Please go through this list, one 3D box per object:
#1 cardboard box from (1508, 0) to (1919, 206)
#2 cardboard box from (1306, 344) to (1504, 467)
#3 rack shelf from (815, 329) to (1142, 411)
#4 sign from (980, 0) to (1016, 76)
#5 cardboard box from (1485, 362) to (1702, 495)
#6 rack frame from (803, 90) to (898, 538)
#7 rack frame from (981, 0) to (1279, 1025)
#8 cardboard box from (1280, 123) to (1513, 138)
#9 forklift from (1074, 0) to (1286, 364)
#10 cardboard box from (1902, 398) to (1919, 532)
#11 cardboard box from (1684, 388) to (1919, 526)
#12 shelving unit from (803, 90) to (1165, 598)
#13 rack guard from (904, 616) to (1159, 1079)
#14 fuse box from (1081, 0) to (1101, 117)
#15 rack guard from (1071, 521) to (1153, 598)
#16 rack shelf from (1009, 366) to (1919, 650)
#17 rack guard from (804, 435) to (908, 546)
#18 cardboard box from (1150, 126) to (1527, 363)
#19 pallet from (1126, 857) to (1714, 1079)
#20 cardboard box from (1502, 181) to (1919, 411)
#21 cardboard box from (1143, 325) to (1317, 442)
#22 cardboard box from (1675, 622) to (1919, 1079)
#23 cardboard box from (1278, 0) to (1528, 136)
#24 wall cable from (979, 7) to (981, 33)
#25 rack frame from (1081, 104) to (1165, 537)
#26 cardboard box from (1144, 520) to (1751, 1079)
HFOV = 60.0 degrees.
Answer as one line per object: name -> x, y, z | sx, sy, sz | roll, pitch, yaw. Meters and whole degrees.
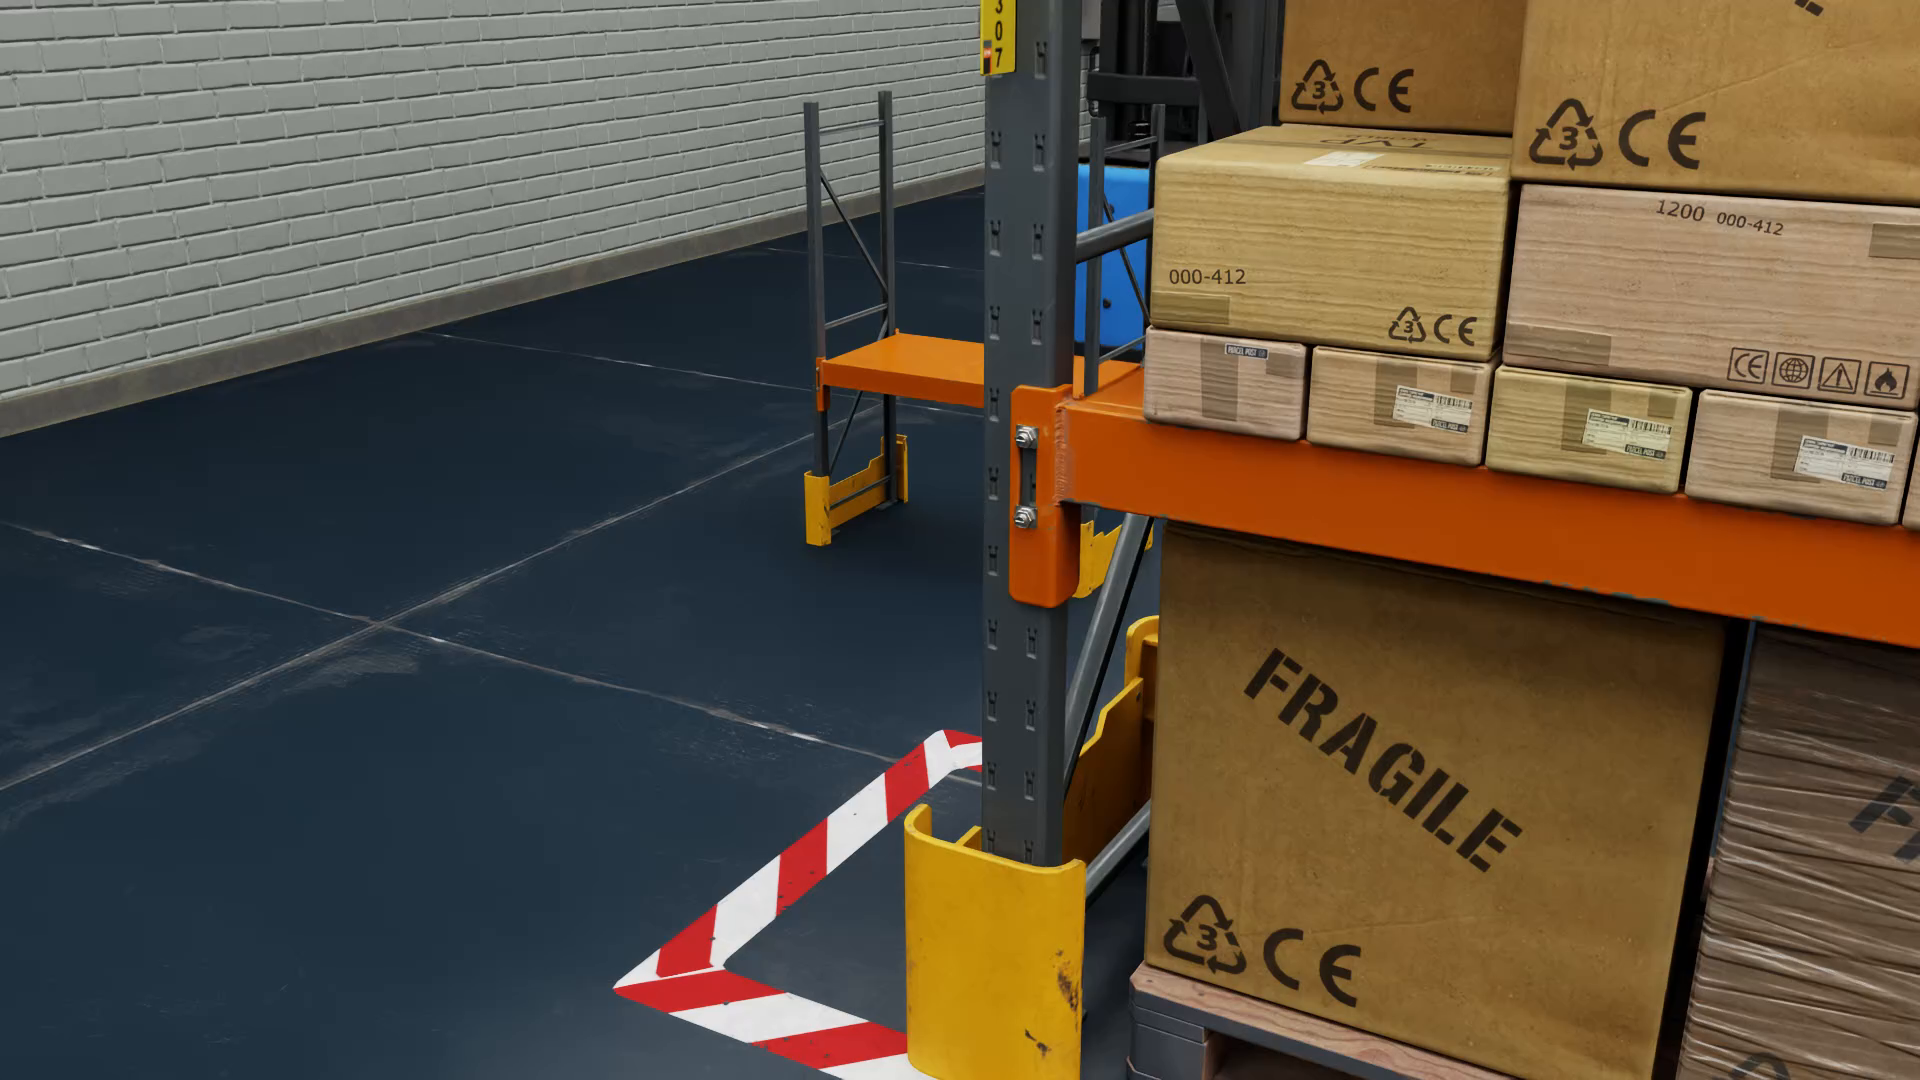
cardboard box -> 1.056, -0.742, 2.197 | 0.500, 0.500, 0.500 | 10, 22, 26
cardboard box -> 0.706, -0.246, 2.514 | 0.250, 0.149, 0.380 | 10, 22, 27
rack shelf -> 0.074, -0.522, 5.632 | 1.000, 0.185, 0.538 | 11, 23, 27
sign -> 0.056, -0.844, 2.407 | 0.005, 0.325, 0.100 | 11, 23, 27
cardboard box -> 0.929, -0.204, 2.397 | 0.250, 0.149, 0.380 | 10, 22, 26
rack frame -> -0.369, -0.775, 5.803 | 0.032, 1.500, 0.500 | 11, 23, 27
rack frame -> 0.332, -0.564, 3.021 | 0.127, 3.000, 1.000 | 11, 23, 27
cardboard box -> 0.884, -0.632, 2.992 | 0.500, 0.250, 0.500 | 10, 22, 26
forklift -> 1.371, -2.387, 8.148 | 1.130, 2.935, 3.031 | 12, 23, 29
cardboard box -> 1.379, -0.118, 2.161 | 0.250, 0.149, 0.380 | 10, 22, 26
cardboard box -> 1.158, -0.161, 2.278 | 0.250, 0.149, 0.380 | 10, 22, 26
shelving unit -> 0.067, -0.692, 5.574 | 1.083, 1.500, 0.587 | 11, 23, 27
rack guard -> 0.311, 0.607, 3.458 | 0.348, 0.500, 1.175 | 11, 23, 27
fuse box -> 1.383, -4.440, 15.597 | 0.414, 1.711, 0.539 | 11, 23, 27
rack guard -> 0.501, -0.022, 5.559 | 0.087, 0.250, 0.587 | 11, 23, 27
rack shelf -> 2.078, 0.107, 2.227 | 4.000, 0.370, 1.077 | 11, 23, 27
rack guard -> -0.368, -0.188, 6.016 | 0.087, 0.250, 0.587 | 11, 23, 27
cardboard box -> 0.619, -0.473, 2.554 | 0.500, 0.250, 0.500 | 10, 22, 26
pallet -> 1.068, 0.857, 3.194 | 1.213, 0.211, 1.003 | 11, 23, 27
cardboard box -> 1.076, -0.389, 2.321 | 0.500, 0.250, 0.500 | 10, 22, 27
cardboard box -> 0.481, -0.289, 2.630 | 0.250, 0.149, 0.380 | 11, 23, 28
cardboard box -> 1.724, 0.471, 2.667 | 0.875, 0.875, 0.875 | 11, 23, 27
cardboard box -> 0.885, -0.983, 2.860 | 0.500, 0.500, 0.500 | 11, 23, 28
wall cable -> 0.231, -4.937, 13.541 | 0.123, 1.953, 0.585 | 11, 23, 27
rack frame -> 0.518, -0.606, 5.337 | 0.032, 1.500, 0.500 | 11, 23, 27
cardboard box -> 0.930, 0.320, 3.084 | 0.875, 0.875, 0.875 | 11, 23, 27
